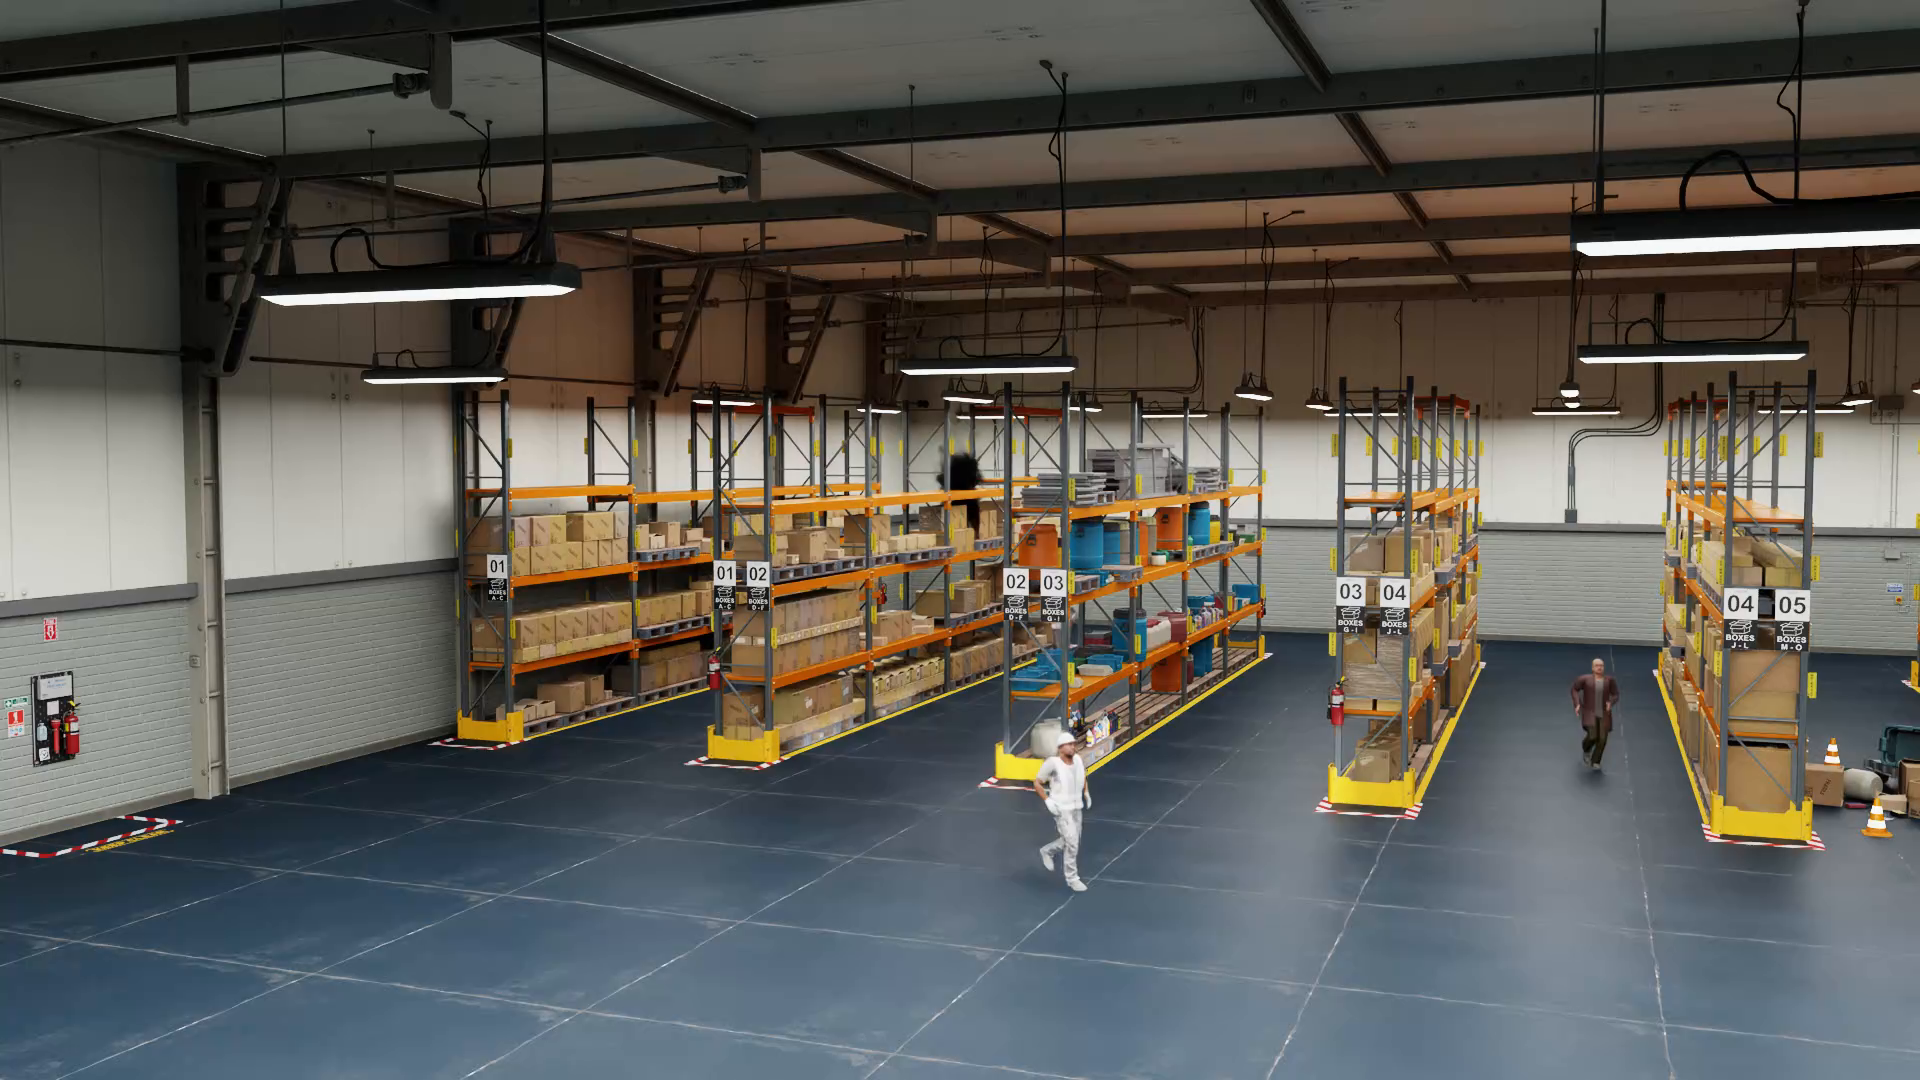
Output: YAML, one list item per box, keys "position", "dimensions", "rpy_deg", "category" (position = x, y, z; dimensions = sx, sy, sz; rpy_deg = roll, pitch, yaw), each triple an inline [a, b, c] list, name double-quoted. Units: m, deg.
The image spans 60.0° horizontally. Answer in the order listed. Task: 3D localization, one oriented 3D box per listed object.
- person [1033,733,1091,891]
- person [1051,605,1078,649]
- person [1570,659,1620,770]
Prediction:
- position: [1.175, 3.079, 19.086]
  dimensions: [0.697, 1.765, 0.836]
  rpy_deg: [-3, 4, -42]
  category: "person"
- position: [2.152, 1.917, 35.289]
  dimensions: [0.641, 1.844, 0.661]
  rpy_deg: [1, 3, 14]
  category: "person"
- position: [9.881, 2.713, 25.803]
  dimensions: [0.704, 1.732, 0.628]
  rpy_deg: [1, 3, 10]
  category: "person"
